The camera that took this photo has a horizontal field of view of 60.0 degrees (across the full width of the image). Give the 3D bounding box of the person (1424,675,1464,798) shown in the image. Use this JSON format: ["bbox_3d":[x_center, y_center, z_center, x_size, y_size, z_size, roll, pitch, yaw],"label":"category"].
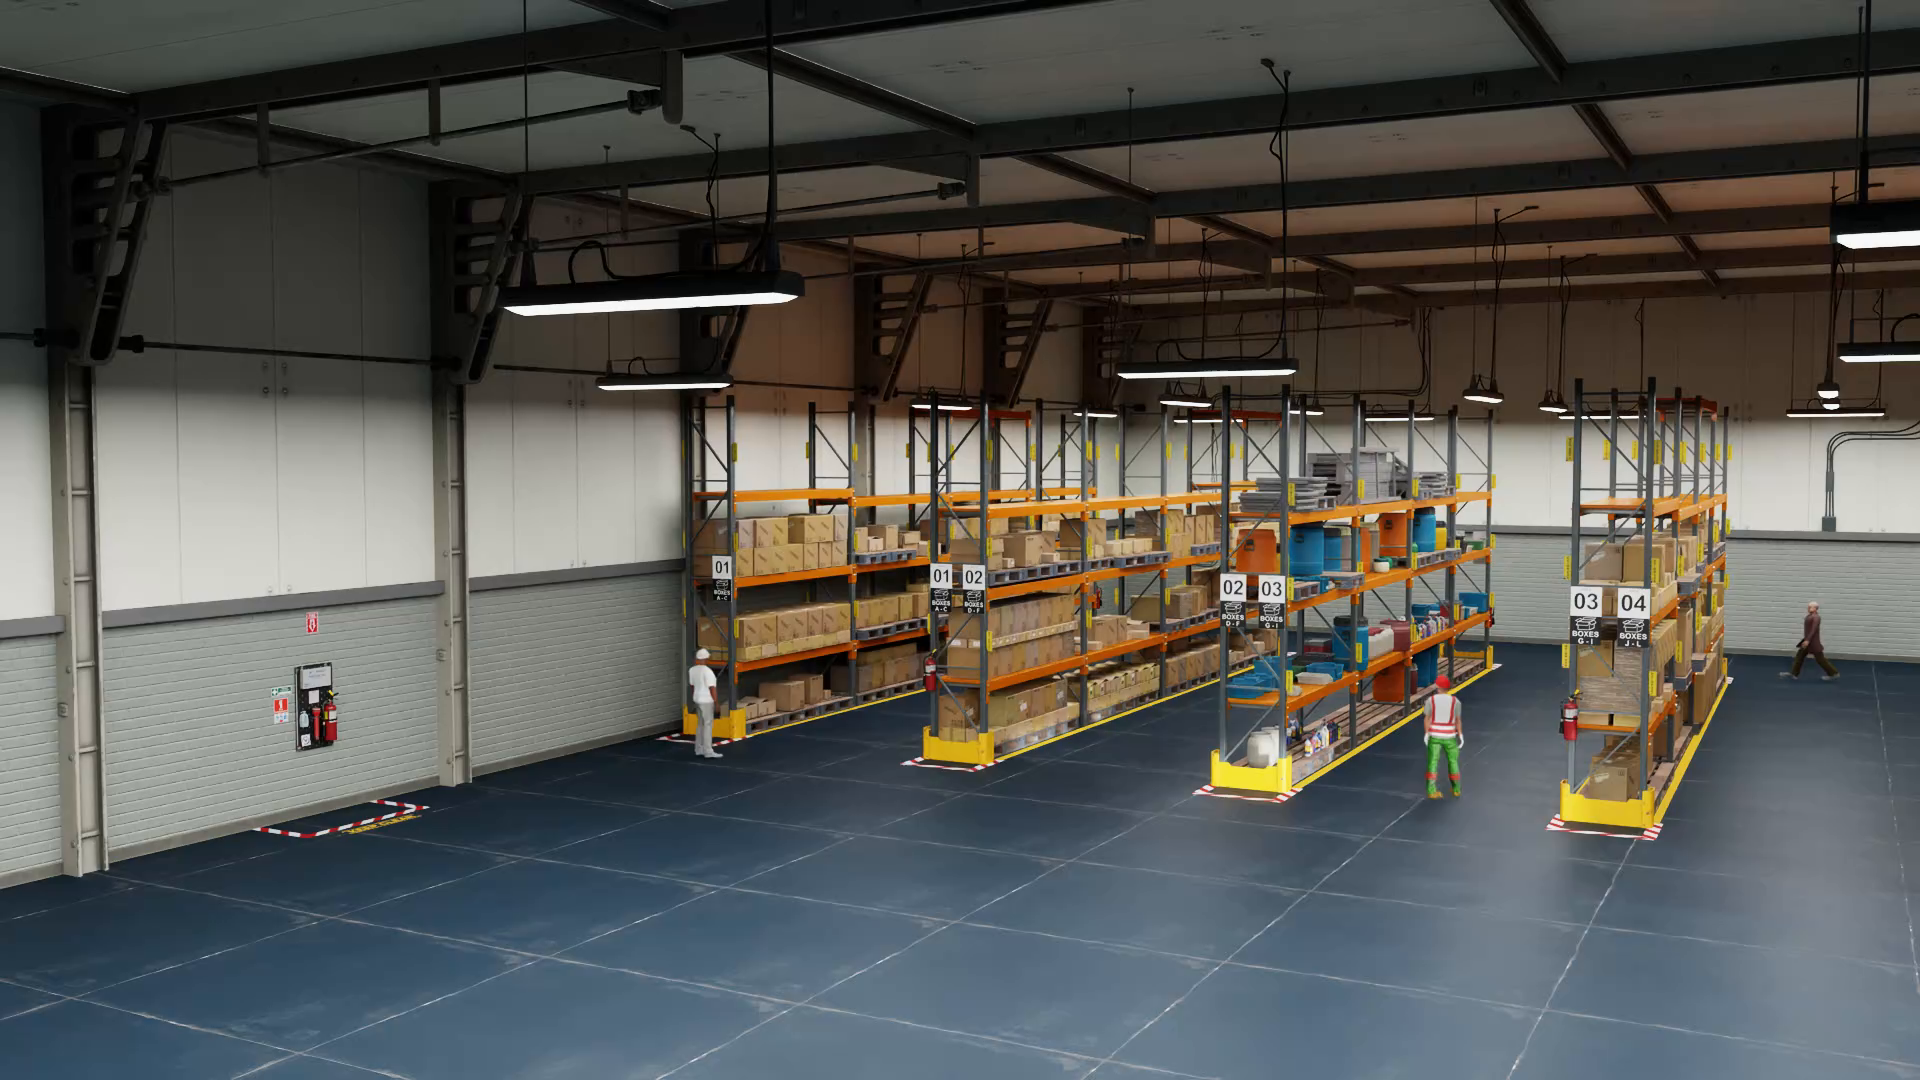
[{"bbox_3d":[7.064,2.839,24.161,0.532,1.784,0.625,2,4,34],"label":"person"}]

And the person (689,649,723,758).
[{"bbox_3d":[-4.193,2.673,27.364,0.434,1.772,0.578,-2,3,-28],"label":"person"}]

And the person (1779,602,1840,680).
[{"bbox_3d":[18.634,2.219,36.419,1.153,1.733,0.624,1,3,15],"label":"person"}]
